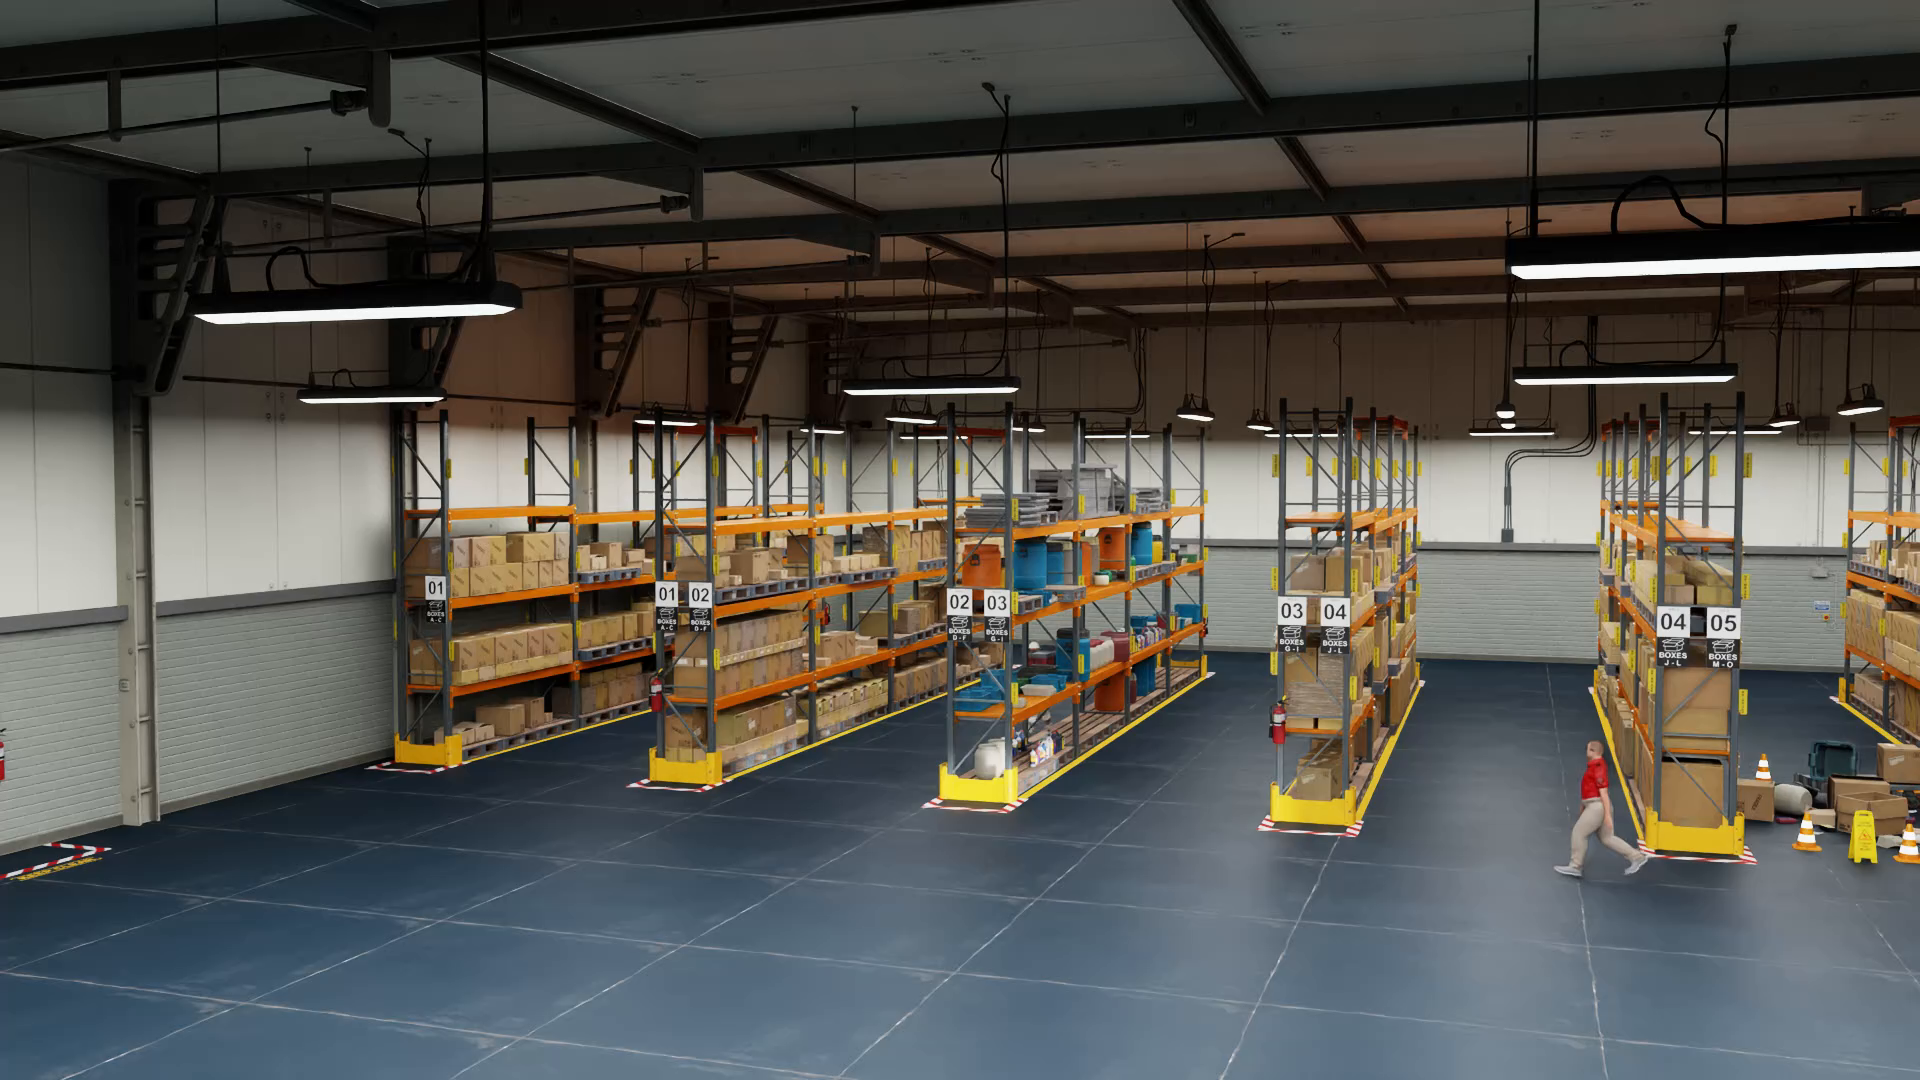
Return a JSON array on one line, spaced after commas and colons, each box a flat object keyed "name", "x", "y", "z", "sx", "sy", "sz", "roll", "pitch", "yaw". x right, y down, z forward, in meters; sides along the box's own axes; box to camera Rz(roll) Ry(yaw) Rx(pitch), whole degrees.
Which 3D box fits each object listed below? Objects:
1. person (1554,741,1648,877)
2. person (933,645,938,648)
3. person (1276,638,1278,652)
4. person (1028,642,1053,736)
[{"name": "person", "x": 7.843, "y": 3.288, "z": 20.325, "sx": 1.064, "sy": 1.665, "sz": 0.613, "roll": 1, "pitch": 3, "yaw": 23}, {"name": "person", "x": -0.749, "y": 2.187, "z": 46.375, "sx": 0.453, "sy": 1.621, "sz": 0.682, "roll": -2, "pitch": 3, "yaw": -32}, {"name": "person", "x": 7.259, "y": 2.554, "z": 36.694, "sx": 0.595, "sy": 1.767, "sz": 0.547, "roll": 1, "pitch": 3, "yaw": 25}, {"name": "person", "x": 1.376, "y": 2.770, "z": 31.005, "sx": 0.993, "sy": 1.734, "sz": 0.561, "roll": -2, "pitch": 3, "yaw": -34}]
